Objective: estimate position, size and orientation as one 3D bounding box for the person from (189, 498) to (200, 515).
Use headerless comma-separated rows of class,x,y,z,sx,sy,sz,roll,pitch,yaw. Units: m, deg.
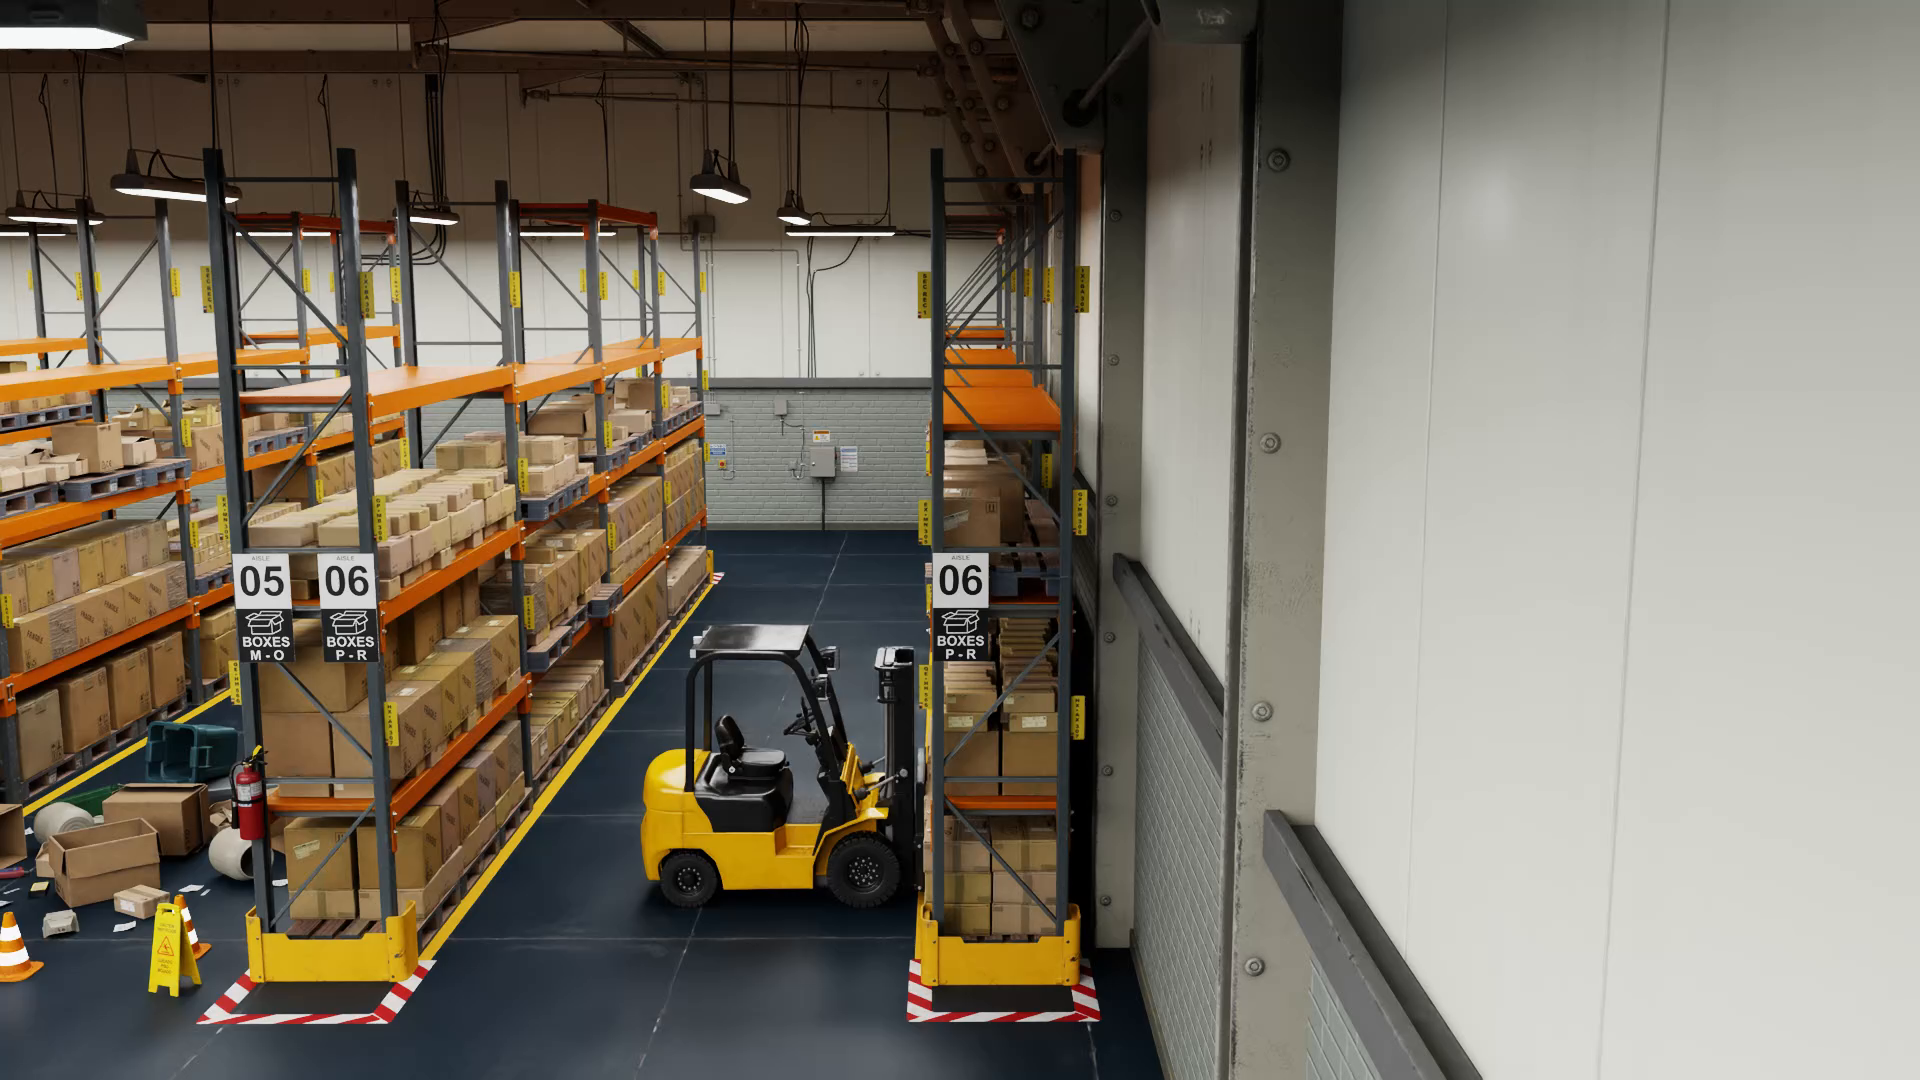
person,-12.231,0.120,26.616,0.555,1.641,0.838,-4,10,-25
